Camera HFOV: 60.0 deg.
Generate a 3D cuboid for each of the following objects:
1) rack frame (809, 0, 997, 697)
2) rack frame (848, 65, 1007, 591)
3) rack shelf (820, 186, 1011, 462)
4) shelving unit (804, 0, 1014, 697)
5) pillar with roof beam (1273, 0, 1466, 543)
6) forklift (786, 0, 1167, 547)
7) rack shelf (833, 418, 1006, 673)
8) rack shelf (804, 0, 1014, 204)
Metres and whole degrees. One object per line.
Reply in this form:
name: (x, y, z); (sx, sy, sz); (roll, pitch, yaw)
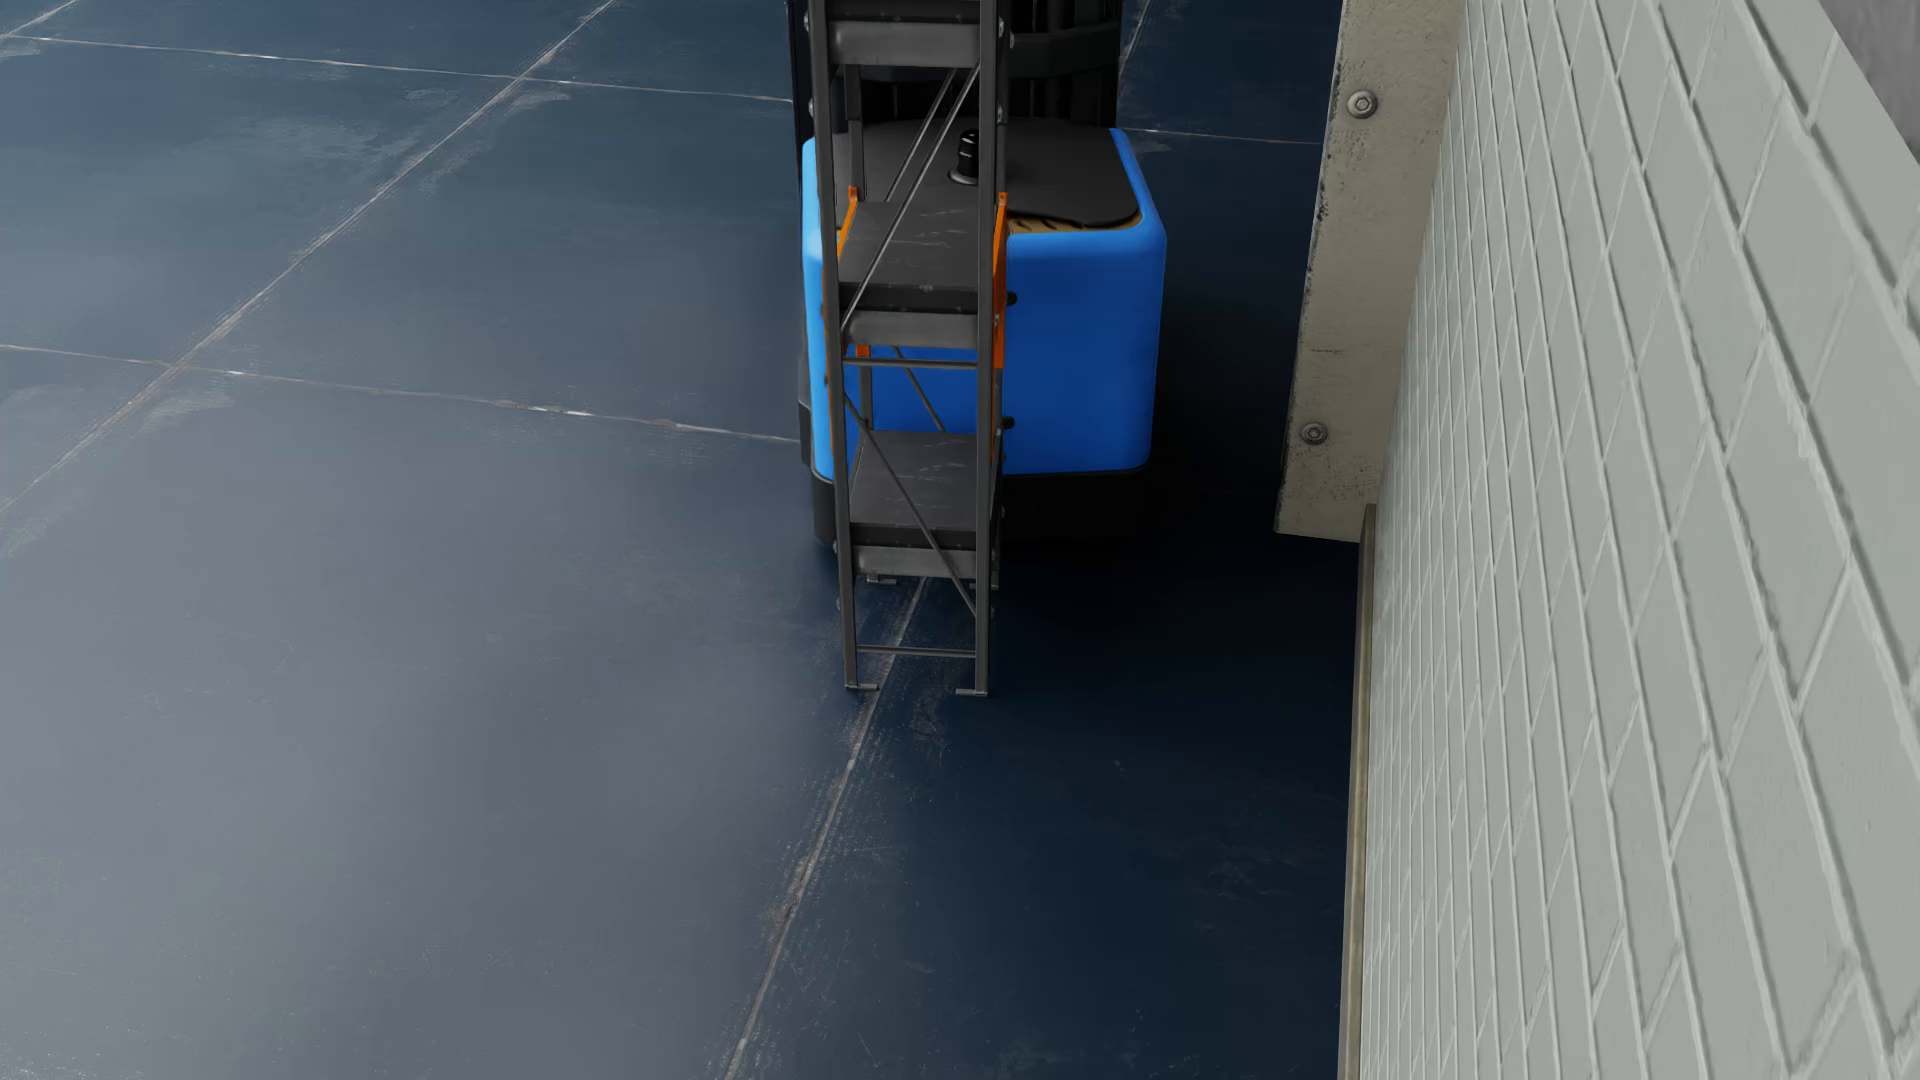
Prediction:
rack frame: (-0.122, -0.426, 4.048); (0.400, 2.100, 0.015); (3, 36, 4)
rack frame: (-0.082, -0.711, 4.442); (0.400, 2.100, 0.015); (3, 36, 4)
rack shelf: (-0.102, -0.557, 4.253); (0.431, 0.518, 0.480); (3, 36, 4)
shelving unit: (-0.102, -0.569, 4.245); (0.431, 2.100, 0.503); (3, 36, 4)
pillar with roof beam: (-3.018, -4.303, 3.520); (9.100, 9.000, 0.400); (7, 37, 10)
forklift: (-0.037, -2.005, 5.519); (1.130, 2.935, 3.031); (-3, 36, -4)
rack shelf: (-0.102, 0.009, 4.664); (0.431, 0.518, 0.480); (3, 36, 4)
rack shelf: (-0.102, -1.124, 3.842); (0.431, 0.518, 0.480); (3, 36, 4)
